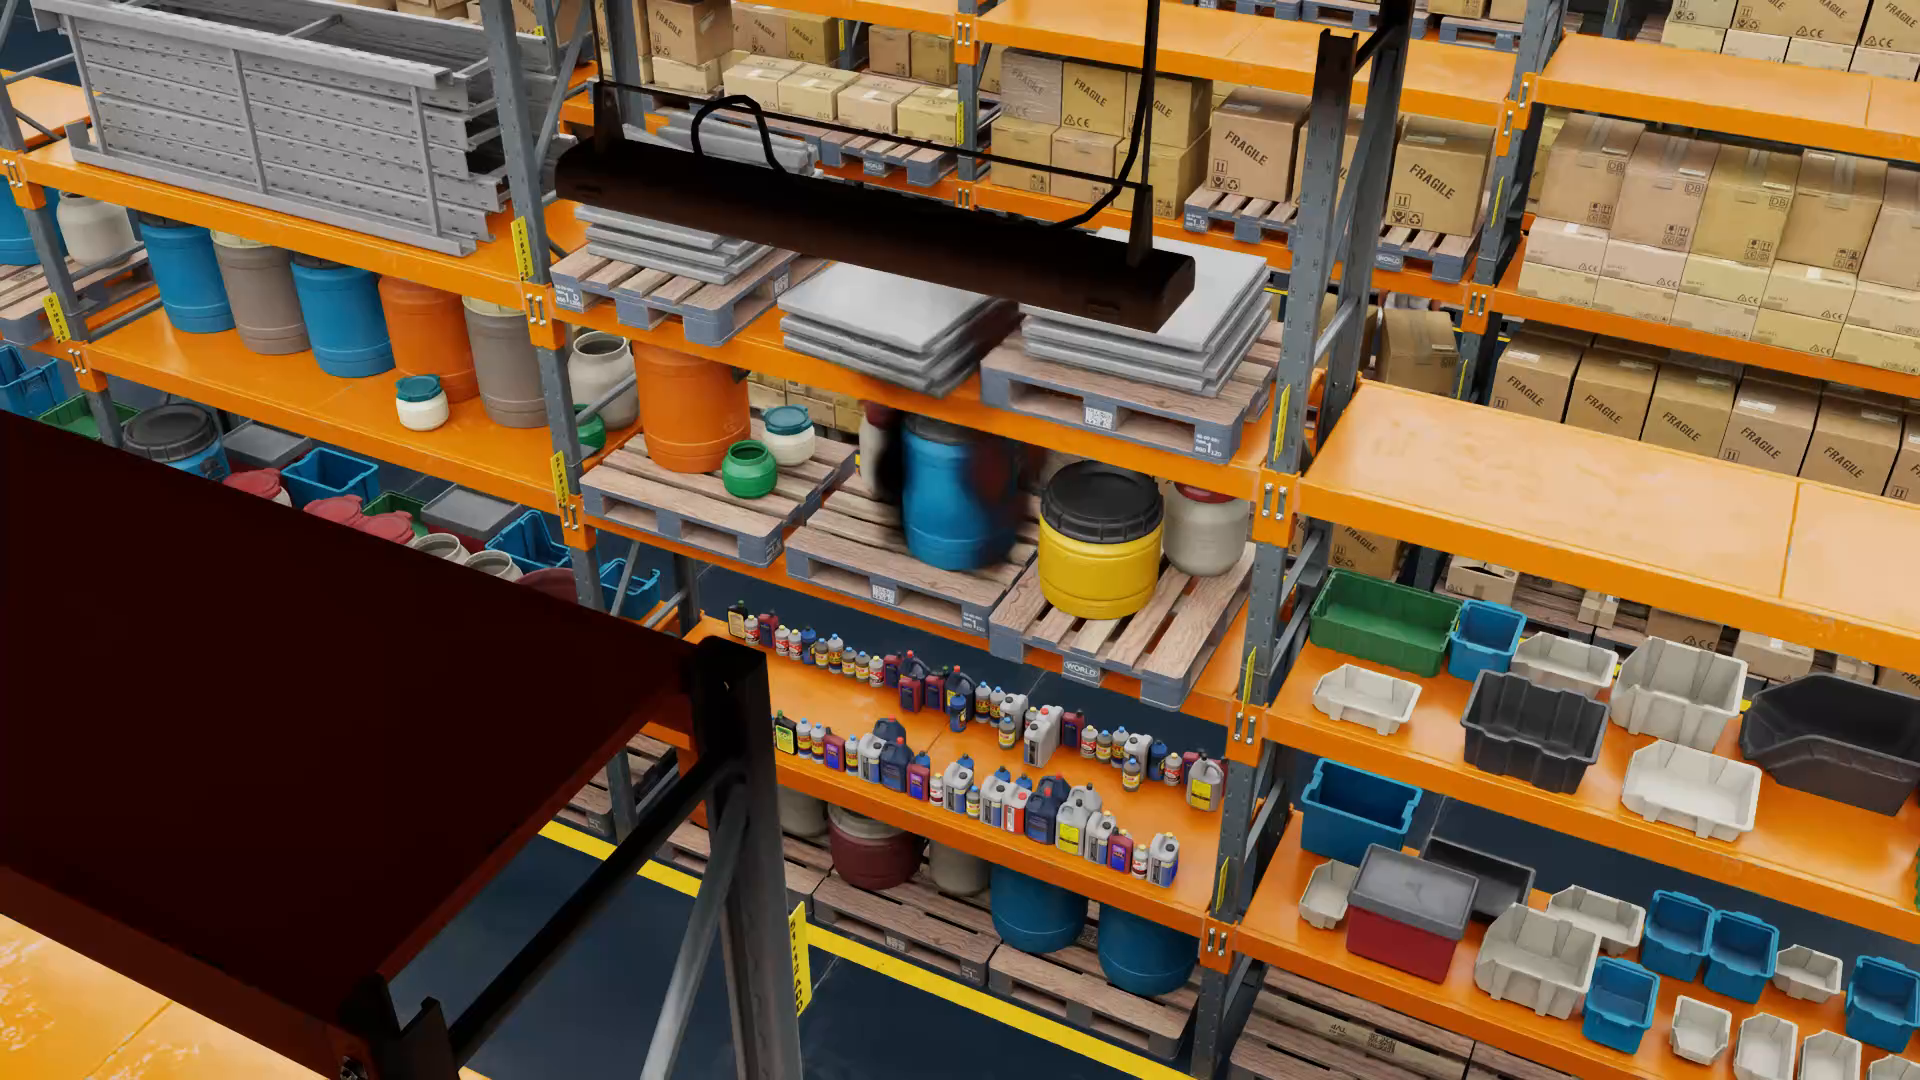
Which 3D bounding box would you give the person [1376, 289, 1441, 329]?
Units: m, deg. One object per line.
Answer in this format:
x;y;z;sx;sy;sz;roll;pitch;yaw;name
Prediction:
4.090;-2.039;15.222;0.563;1.793;0.497;3;35;4;person
